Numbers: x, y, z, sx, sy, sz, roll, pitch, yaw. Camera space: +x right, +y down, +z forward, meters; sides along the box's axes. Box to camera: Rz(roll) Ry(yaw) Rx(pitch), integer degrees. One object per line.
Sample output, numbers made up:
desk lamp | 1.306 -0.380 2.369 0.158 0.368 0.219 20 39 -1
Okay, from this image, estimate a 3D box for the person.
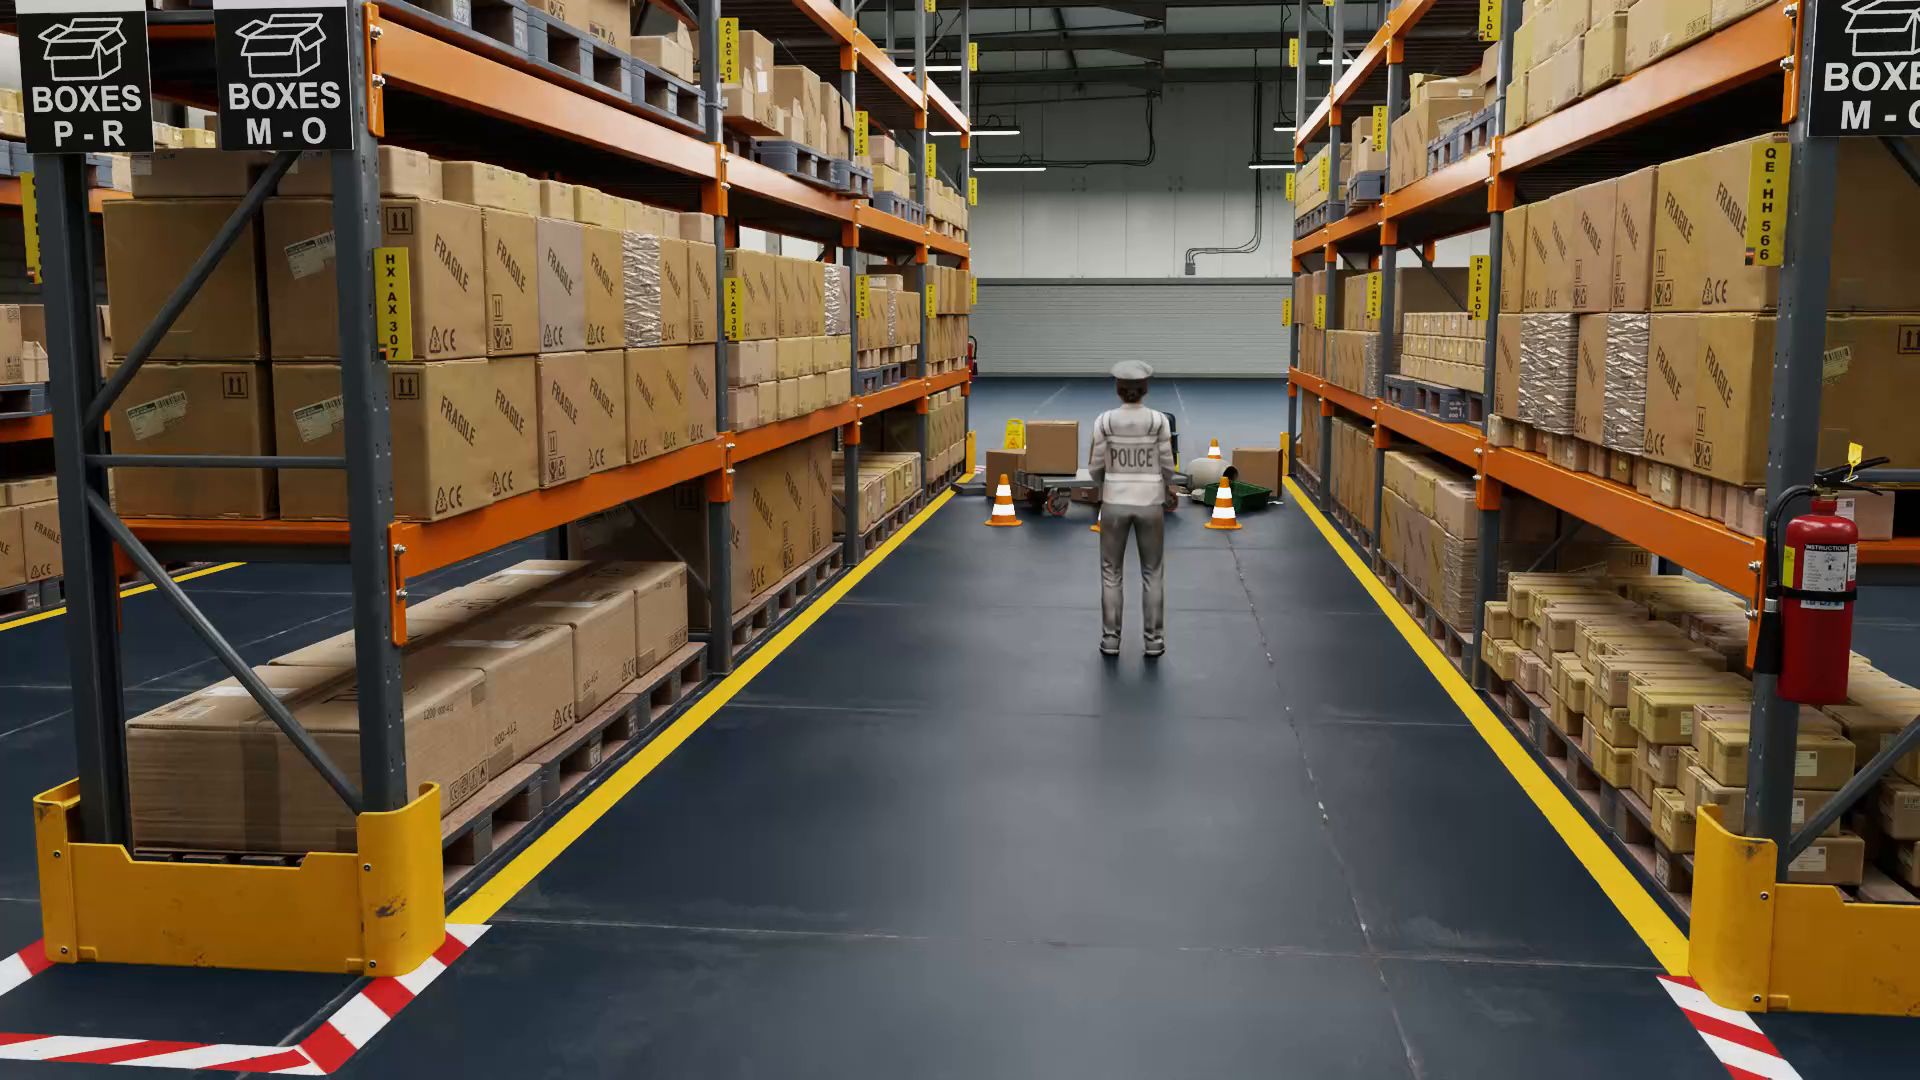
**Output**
person | 0.983 -0.181 9.552 0.501 1.682 0.398 1 8 5
